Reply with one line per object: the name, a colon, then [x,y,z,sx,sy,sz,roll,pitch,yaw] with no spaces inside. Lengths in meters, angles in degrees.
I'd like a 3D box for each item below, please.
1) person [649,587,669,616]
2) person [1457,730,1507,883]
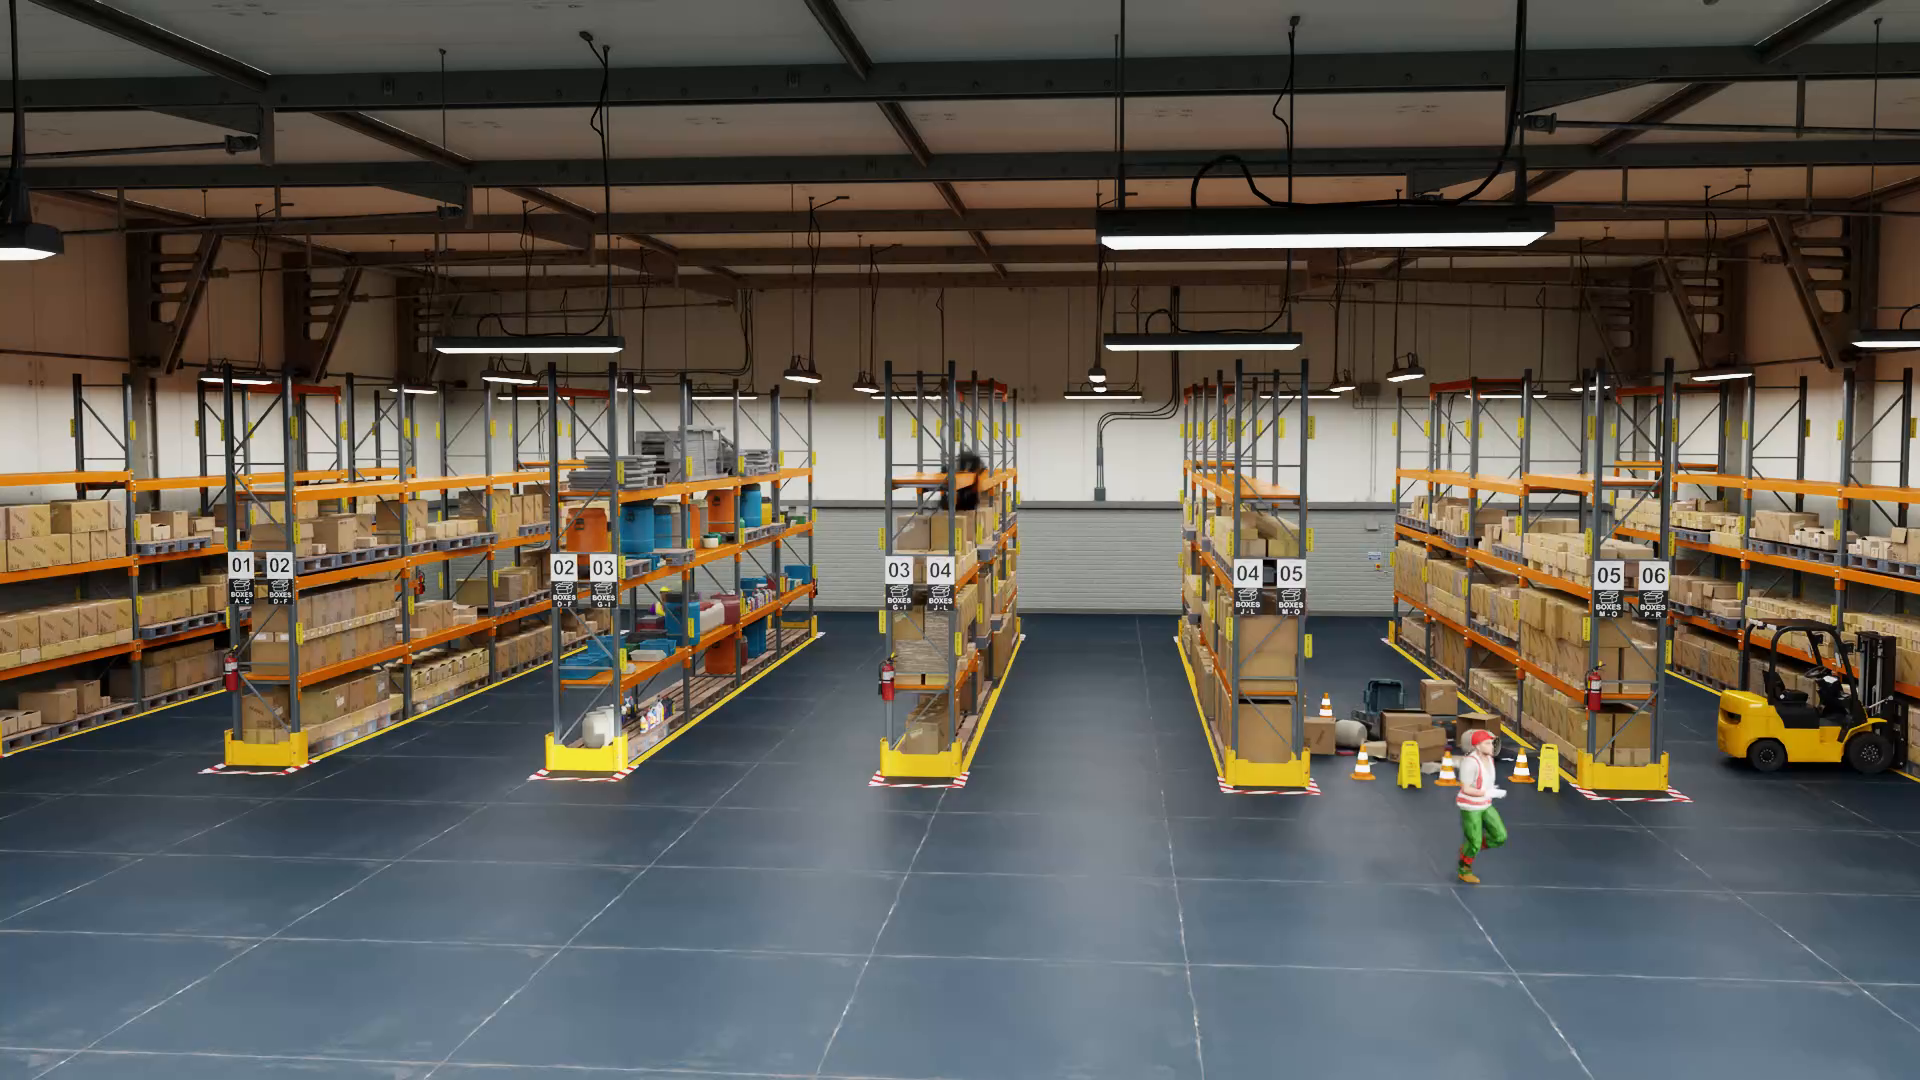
person: [-6.206,1.844,35.062,0.748,1.721,0.584,0,4,7]
person: [5.729,2.932,18.209,0.707,1.728,0.657,-3,5,-39]
